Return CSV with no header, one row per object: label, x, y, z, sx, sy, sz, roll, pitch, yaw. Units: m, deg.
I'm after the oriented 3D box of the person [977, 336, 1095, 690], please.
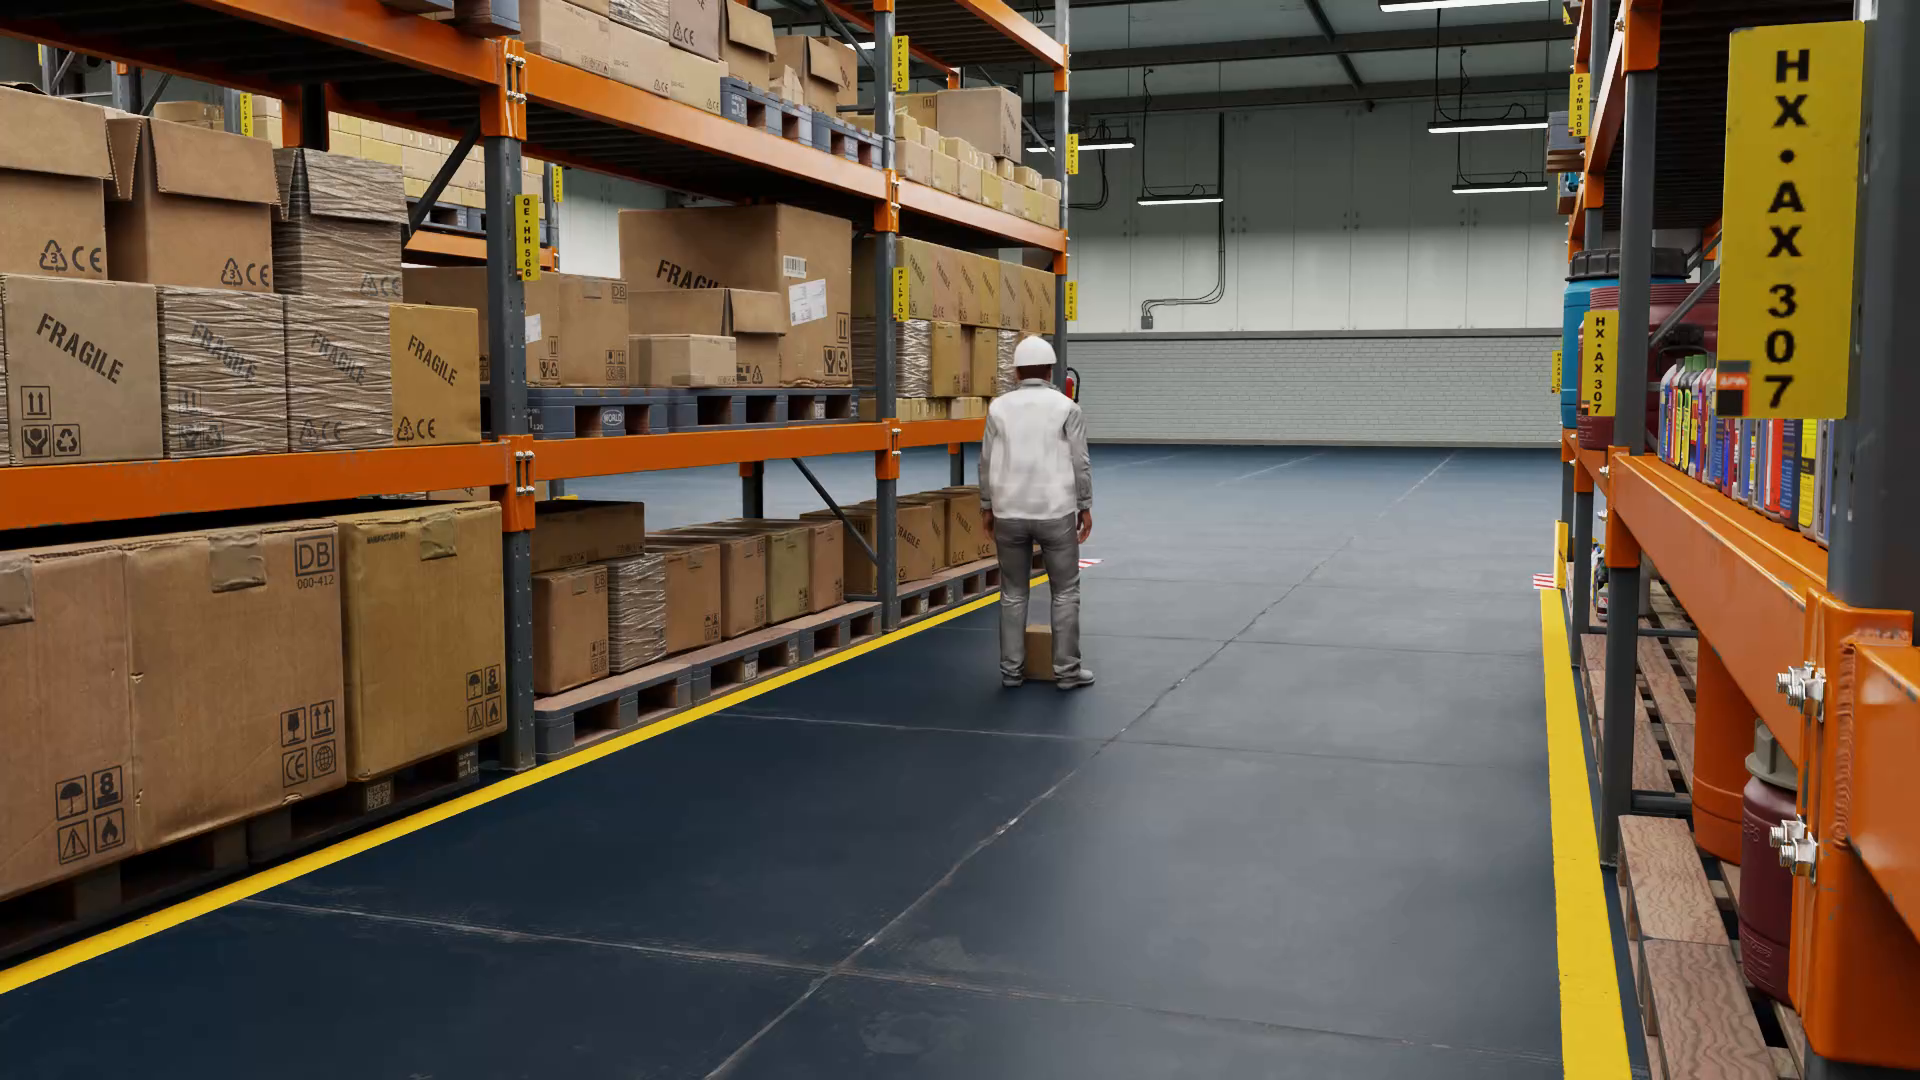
person,0.384,-0.142,8.419,0.582,1.769,0.464,1,5,16
